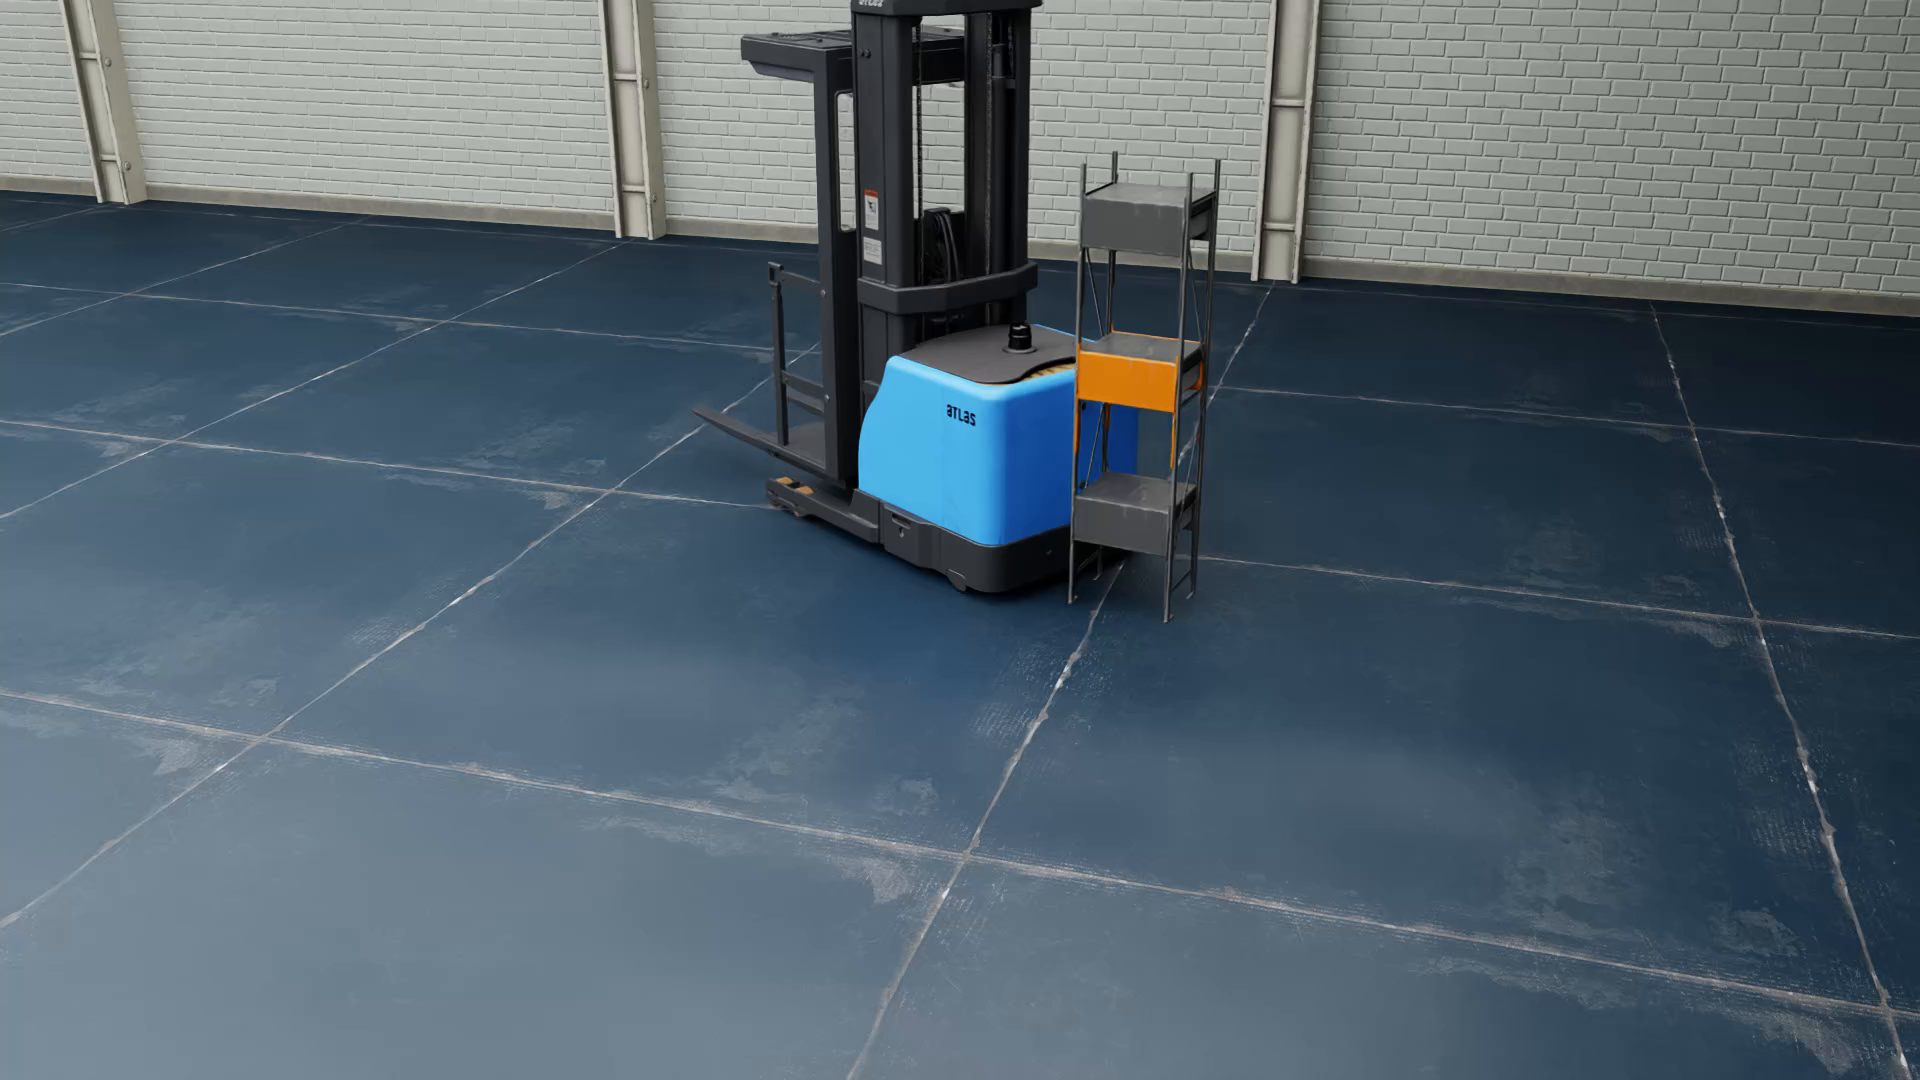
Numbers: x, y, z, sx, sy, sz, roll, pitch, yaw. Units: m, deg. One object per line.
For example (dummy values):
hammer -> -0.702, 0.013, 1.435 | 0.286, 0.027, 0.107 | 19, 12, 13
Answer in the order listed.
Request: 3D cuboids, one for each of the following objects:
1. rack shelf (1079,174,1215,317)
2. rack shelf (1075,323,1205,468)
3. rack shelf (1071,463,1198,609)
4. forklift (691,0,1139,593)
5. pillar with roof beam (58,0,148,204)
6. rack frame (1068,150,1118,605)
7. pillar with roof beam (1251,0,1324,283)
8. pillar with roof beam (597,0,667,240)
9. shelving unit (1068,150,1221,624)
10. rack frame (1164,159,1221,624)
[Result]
rack shelf -> 0.837, -1.322, 7.416 | 0.480, 0.518, 0.431 | 11, 25, 25
rack shelf -> 0.837, -0.674, 7.682 | 0.480, 0.518, 0.431 | 11, 25, 25
rack shelf -> 0.837, -0.026, 7.948 | 0.480, 0.518, 0.431 | 11, 25, 25
forklift -> -0.418, -1.589, 8.781 | 1.130, 2.935, 3.031 | -17, 28, -36
pillar with roof beam -> -10.020, -6.162, 11.934 | 0.400, 9.000, 9.100 | 7, 23, 16
rack frame -> 0.620, -0.728, 7.779 | 0.015, 2.100, 0.400 | 11, 25, 25
pillar with roof beam -> 1.468, -4.846, 8.727 | 0.400, 9.000, 9.100 | 7, 23, 16
pillar with roof beam -> -4.276, -5.504, 10.331 | 0.400, 9.000, 9.100 | 7, 23, 16
shelving unit -> 0.837, -0.687, 7.677 | 0.503, 2.100, 0.431 | 11, 25, 25
rack frame -> 1.055, -0.645, 7.575 | 0.015, 2.100, 0.400 | 11, 25, 25
